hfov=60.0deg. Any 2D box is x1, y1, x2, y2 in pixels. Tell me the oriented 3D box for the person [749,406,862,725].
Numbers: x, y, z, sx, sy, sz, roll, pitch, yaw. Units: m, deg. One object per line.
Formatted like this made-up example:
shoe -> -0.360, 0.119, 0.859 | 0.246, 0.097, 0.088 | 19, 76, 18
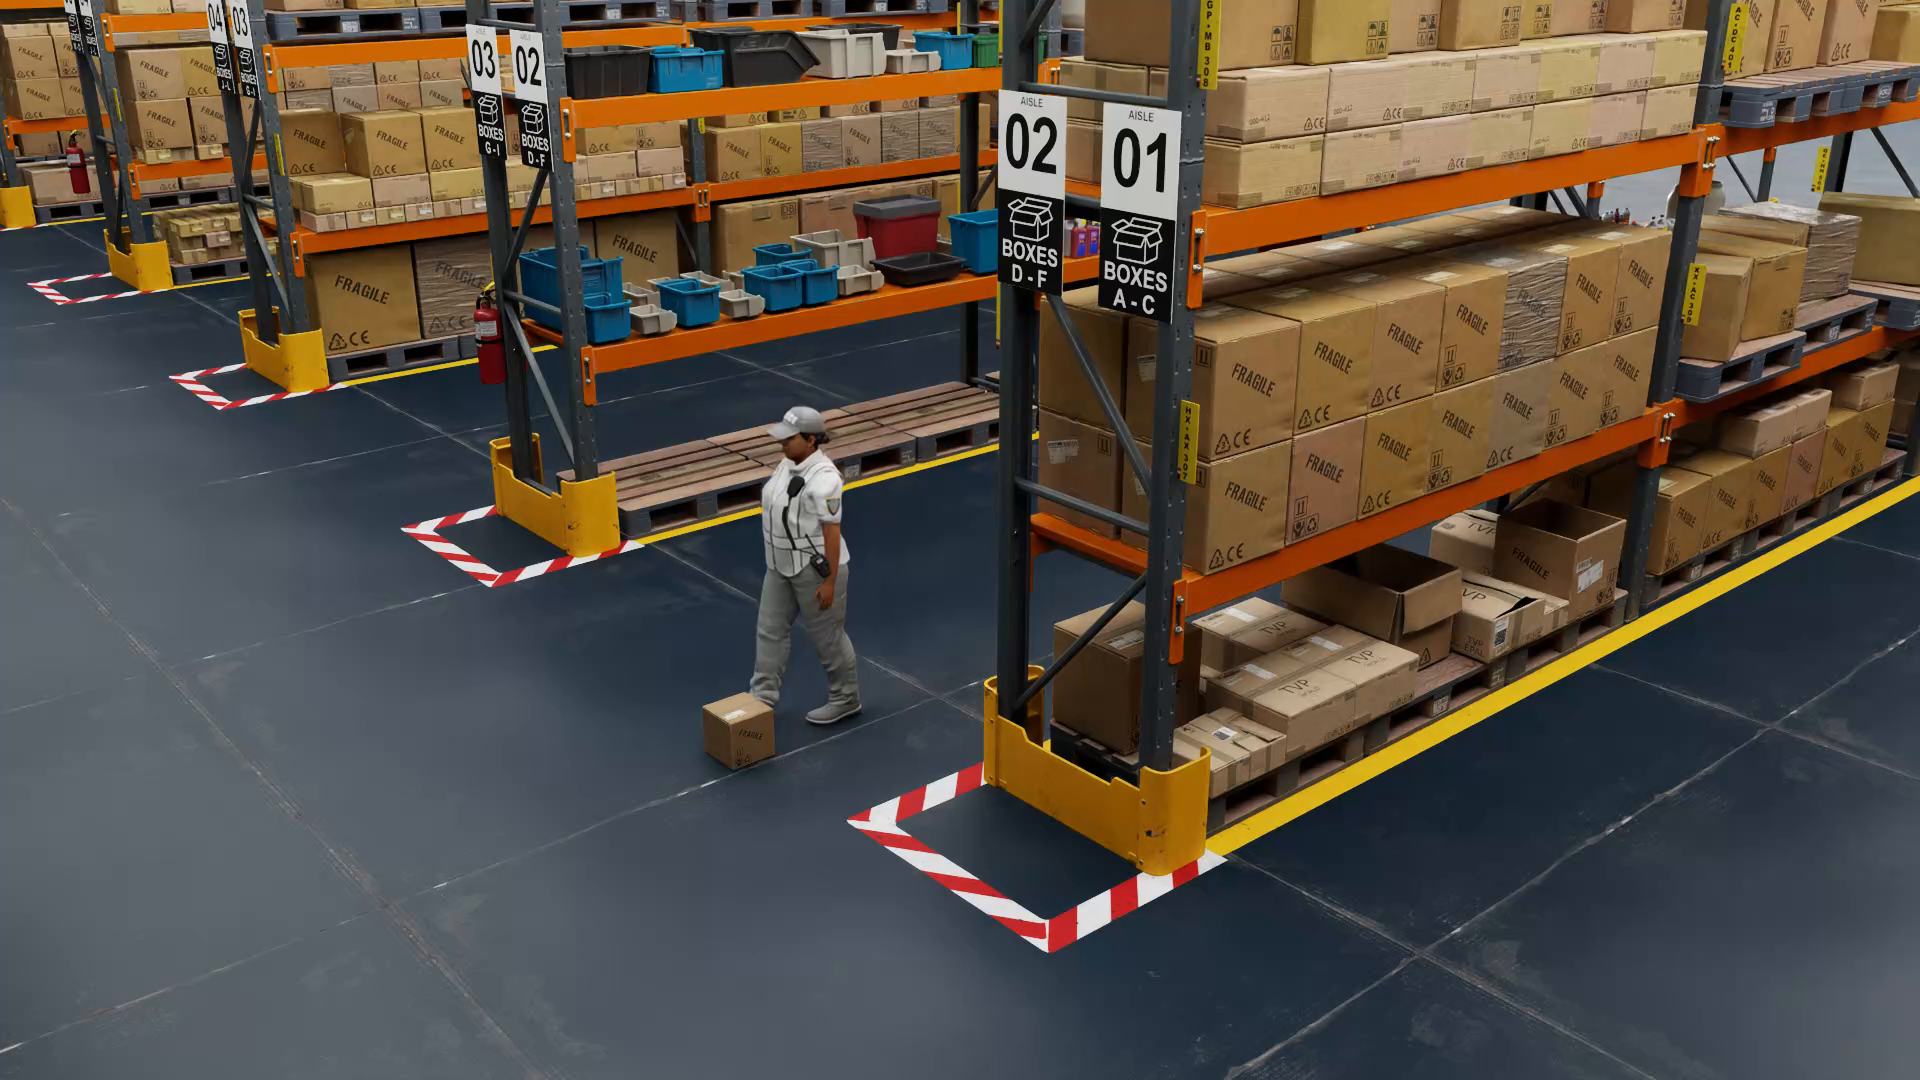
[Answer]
person -> -0.844, 0.160, 8.158 | 0.697, 1.651, 0.487 | -14, 25, -33
